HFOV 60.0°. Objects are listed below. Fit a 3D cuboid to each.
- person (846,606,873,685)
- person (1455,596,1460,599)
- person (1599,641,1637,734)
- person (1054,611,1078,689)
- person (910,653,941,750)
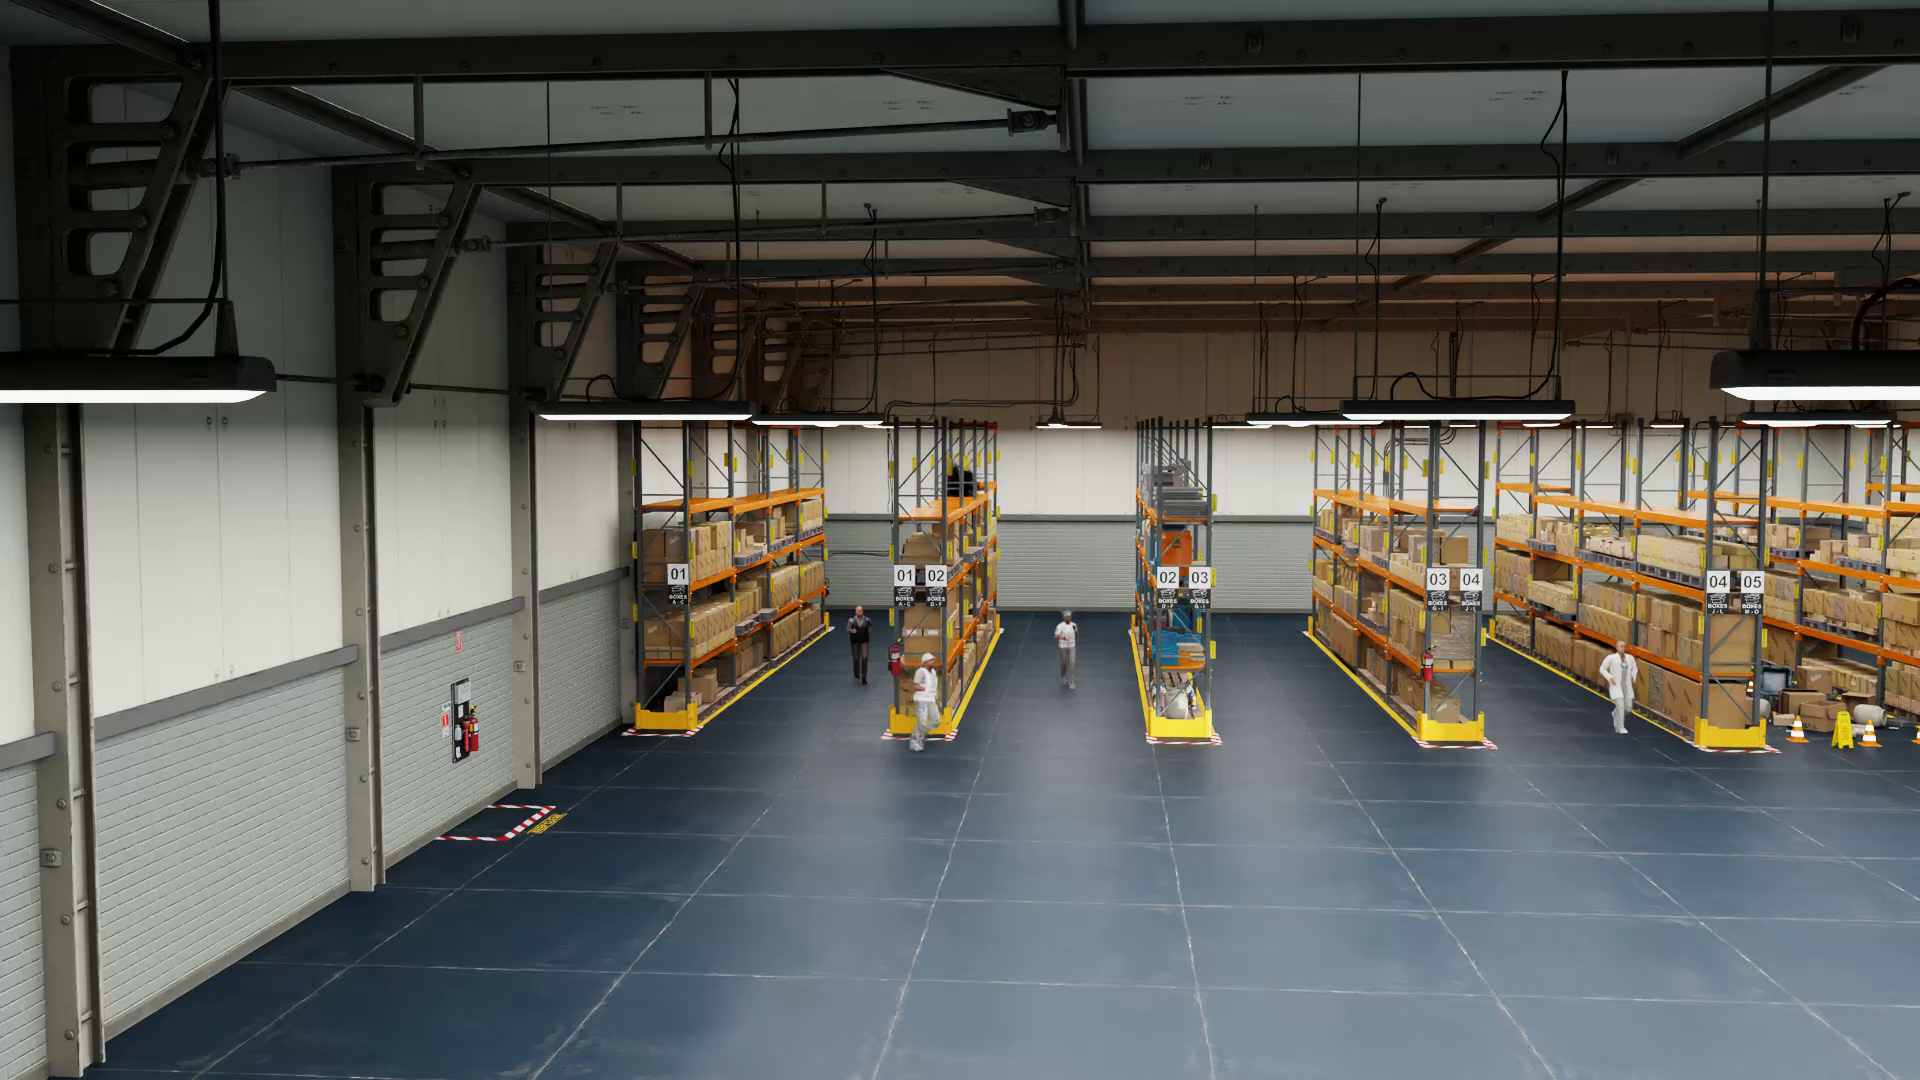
[{"bbox_3d":[-2.294,2.385,37.922,0.605,1.768,0.844,0,4,-2],"label":"person"},{"bbox_3d":[13.965,1.894,47.114,0.698,1.513,0.610,4,5,43],"label":"person"},{"bbox_3d":[12.548,2.787,31.634,0.737,1.738,0.675,0,4,-4],"label":"person"},{"bbox_3d":[2.393,2.425,37.239,0.577,1.716,0.906,0,4,-4],"label":"person"},{"bbox_3d":[-0.551,2.897,29.870,0.602,1.727,0.691,3,5,36],"label":"person"}]
